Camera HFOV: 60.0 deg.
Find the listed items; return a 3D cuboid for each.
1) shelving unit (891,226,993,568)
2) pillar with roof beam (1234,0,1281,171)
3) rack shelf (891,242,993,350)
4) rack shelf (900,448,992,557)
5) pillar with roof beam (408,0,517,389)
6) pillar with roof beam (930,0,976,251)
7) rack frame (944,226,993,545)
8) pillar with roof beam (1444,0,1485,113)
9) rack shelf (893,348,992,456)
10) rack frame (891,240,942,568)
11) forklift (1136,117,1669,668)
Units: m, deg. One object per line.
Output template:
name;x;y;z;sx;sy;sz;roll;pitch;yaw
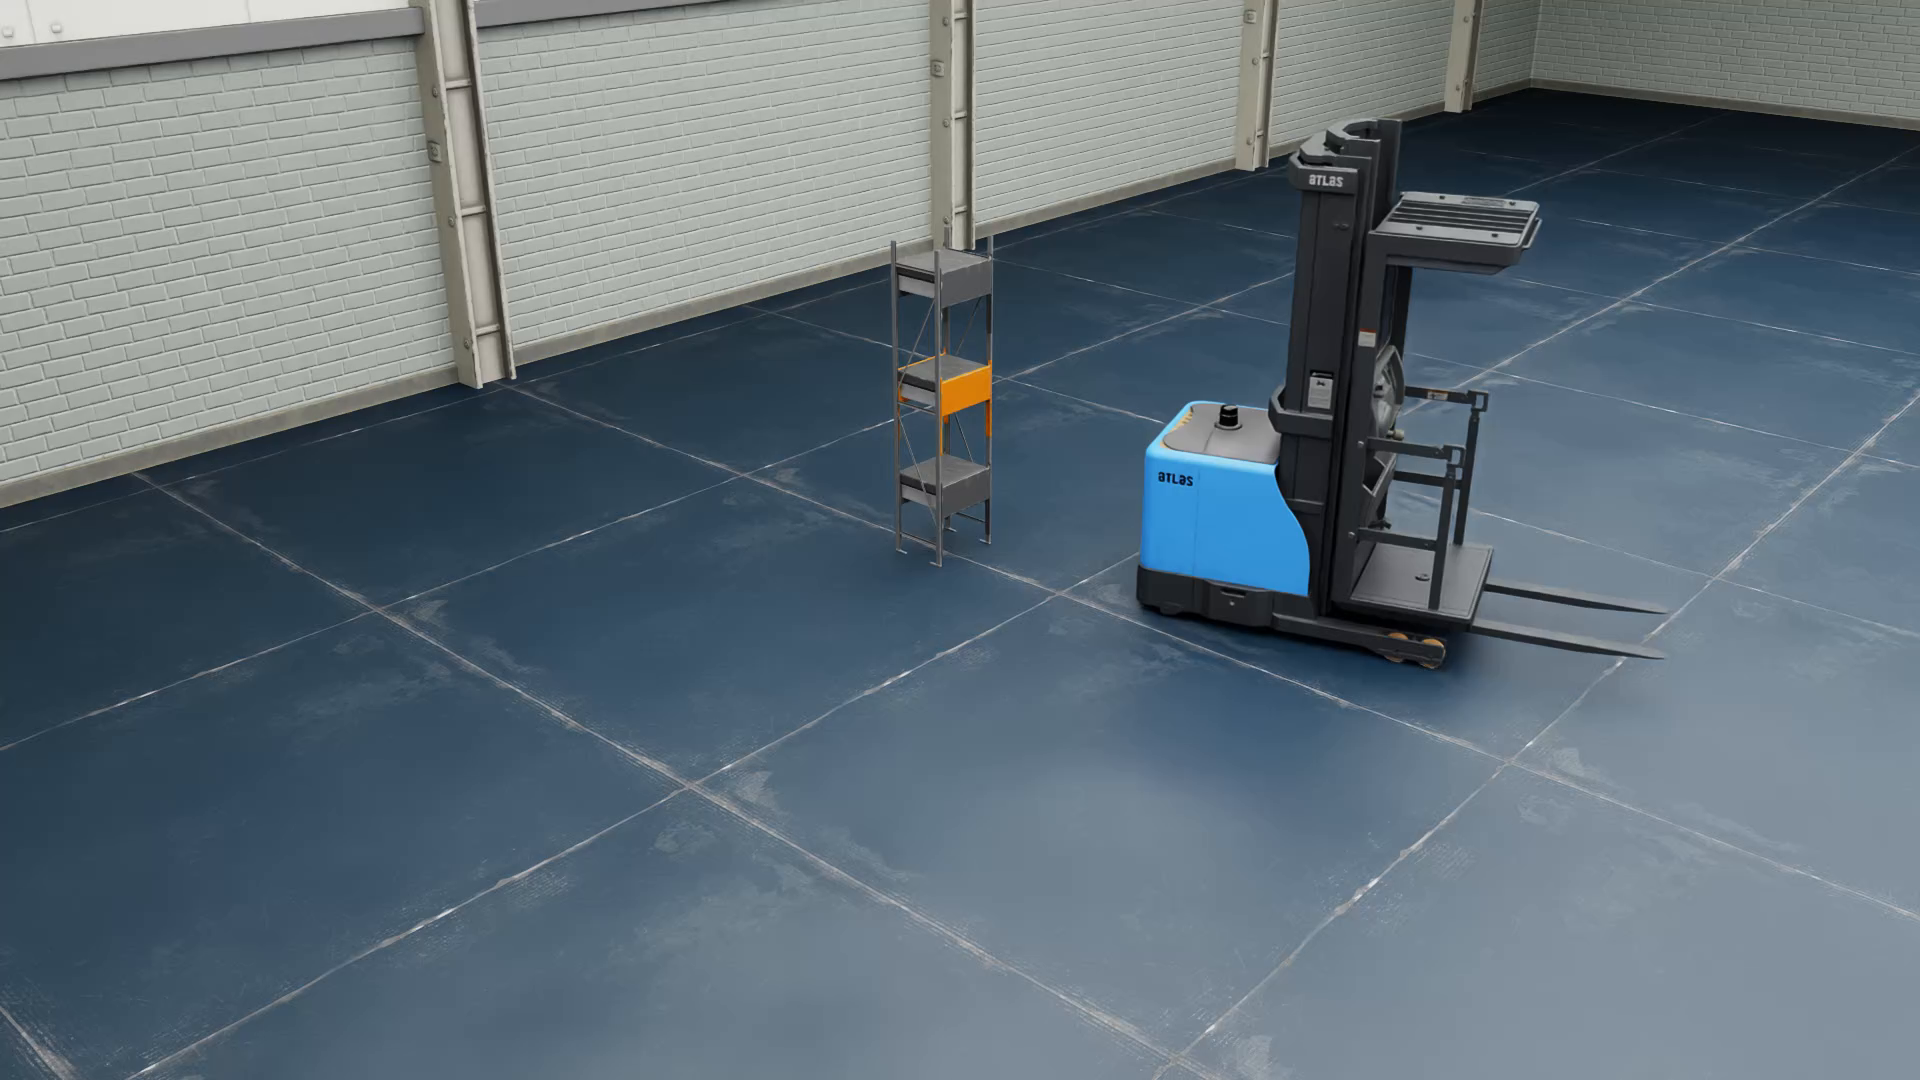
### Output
shelving unit;-0.110;-0.908;10.708;0.431;2.100;0.503;20;31;38
pillar with roof beam;7.137;-7.971;18.028;9.100;9.000;0.400;20;31;38
rack shelf;-0.110;-1.534;10.427;0.431;0.518;0.480;20;31;38
rack shelf;-0.110;-0.256;11.000;0.431;0.518;0.480;20;31;38
pillar with roof beam;-0.871;-4.315;9.874;9.100;9.000;0.400;20;31;38
pillar with roof beam;3.133;-6.143;13.951;9.100;9.000;0.400;20;31;38
rack frame;0.052;-0.982;10.874;0.400;2.100;0.015;20;31;38
pillar with roof beam;11.142;-9.799;22.105;9.100;9.000;0.400;20;31;38
rack shelf;-0.110;-0.895;10.714;0.431;0.518;0.480;20;31;38
rack frame;-0.273;-0.833;10.542;0.400;2.100;0.015;20;31;38
forklift;2.654;-0.845;9.553;3.031;2.935;1.130;10;26;21
